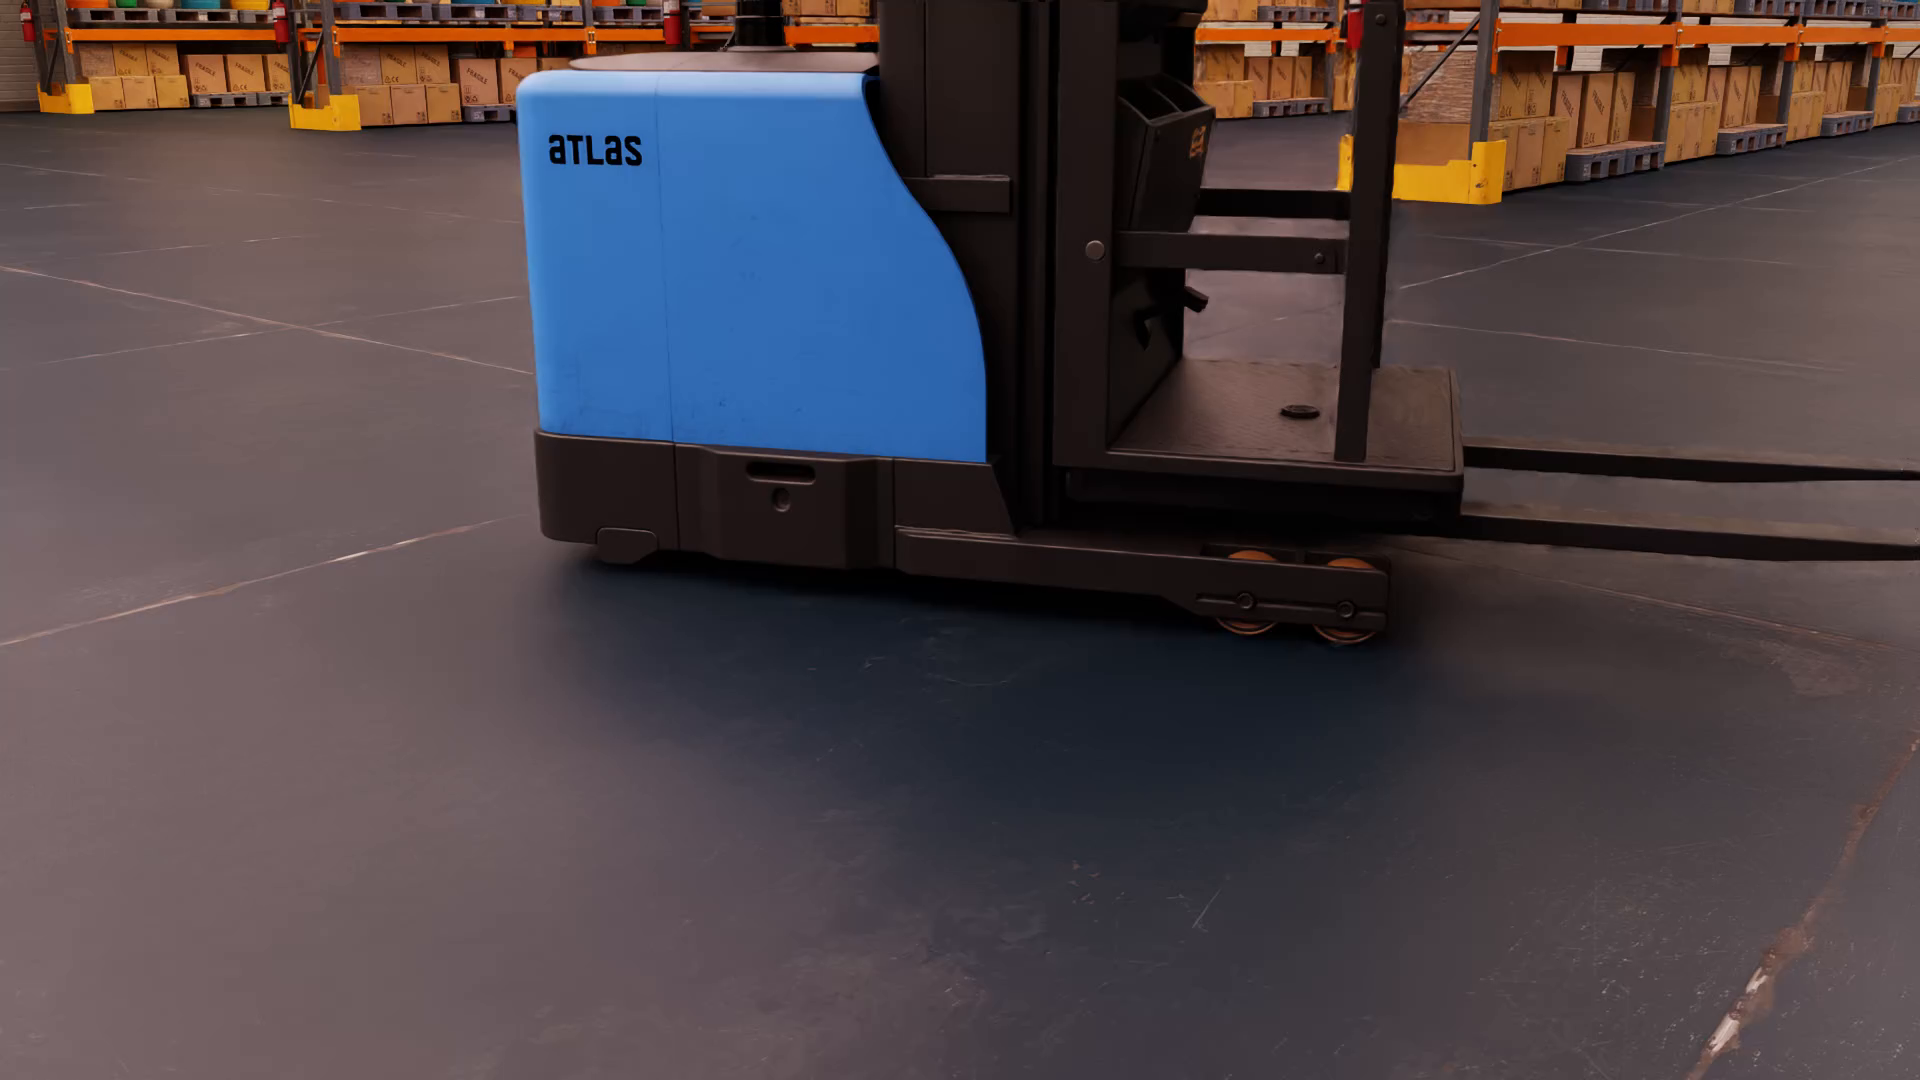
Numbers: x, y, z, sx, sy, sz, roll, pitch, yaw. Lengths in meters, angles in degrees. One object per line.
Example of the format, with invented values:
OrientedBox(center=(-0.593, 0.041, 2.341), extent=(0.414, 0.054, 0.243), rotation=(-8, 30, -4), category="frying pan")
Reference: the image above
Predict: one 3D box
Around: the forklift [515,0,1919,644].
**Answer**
OrientedBox(center=(0.624, -1.369, 3.406), extent=(3.031, 2.935, 1.130), rotation=(5, 17, 15), category="forklift")
